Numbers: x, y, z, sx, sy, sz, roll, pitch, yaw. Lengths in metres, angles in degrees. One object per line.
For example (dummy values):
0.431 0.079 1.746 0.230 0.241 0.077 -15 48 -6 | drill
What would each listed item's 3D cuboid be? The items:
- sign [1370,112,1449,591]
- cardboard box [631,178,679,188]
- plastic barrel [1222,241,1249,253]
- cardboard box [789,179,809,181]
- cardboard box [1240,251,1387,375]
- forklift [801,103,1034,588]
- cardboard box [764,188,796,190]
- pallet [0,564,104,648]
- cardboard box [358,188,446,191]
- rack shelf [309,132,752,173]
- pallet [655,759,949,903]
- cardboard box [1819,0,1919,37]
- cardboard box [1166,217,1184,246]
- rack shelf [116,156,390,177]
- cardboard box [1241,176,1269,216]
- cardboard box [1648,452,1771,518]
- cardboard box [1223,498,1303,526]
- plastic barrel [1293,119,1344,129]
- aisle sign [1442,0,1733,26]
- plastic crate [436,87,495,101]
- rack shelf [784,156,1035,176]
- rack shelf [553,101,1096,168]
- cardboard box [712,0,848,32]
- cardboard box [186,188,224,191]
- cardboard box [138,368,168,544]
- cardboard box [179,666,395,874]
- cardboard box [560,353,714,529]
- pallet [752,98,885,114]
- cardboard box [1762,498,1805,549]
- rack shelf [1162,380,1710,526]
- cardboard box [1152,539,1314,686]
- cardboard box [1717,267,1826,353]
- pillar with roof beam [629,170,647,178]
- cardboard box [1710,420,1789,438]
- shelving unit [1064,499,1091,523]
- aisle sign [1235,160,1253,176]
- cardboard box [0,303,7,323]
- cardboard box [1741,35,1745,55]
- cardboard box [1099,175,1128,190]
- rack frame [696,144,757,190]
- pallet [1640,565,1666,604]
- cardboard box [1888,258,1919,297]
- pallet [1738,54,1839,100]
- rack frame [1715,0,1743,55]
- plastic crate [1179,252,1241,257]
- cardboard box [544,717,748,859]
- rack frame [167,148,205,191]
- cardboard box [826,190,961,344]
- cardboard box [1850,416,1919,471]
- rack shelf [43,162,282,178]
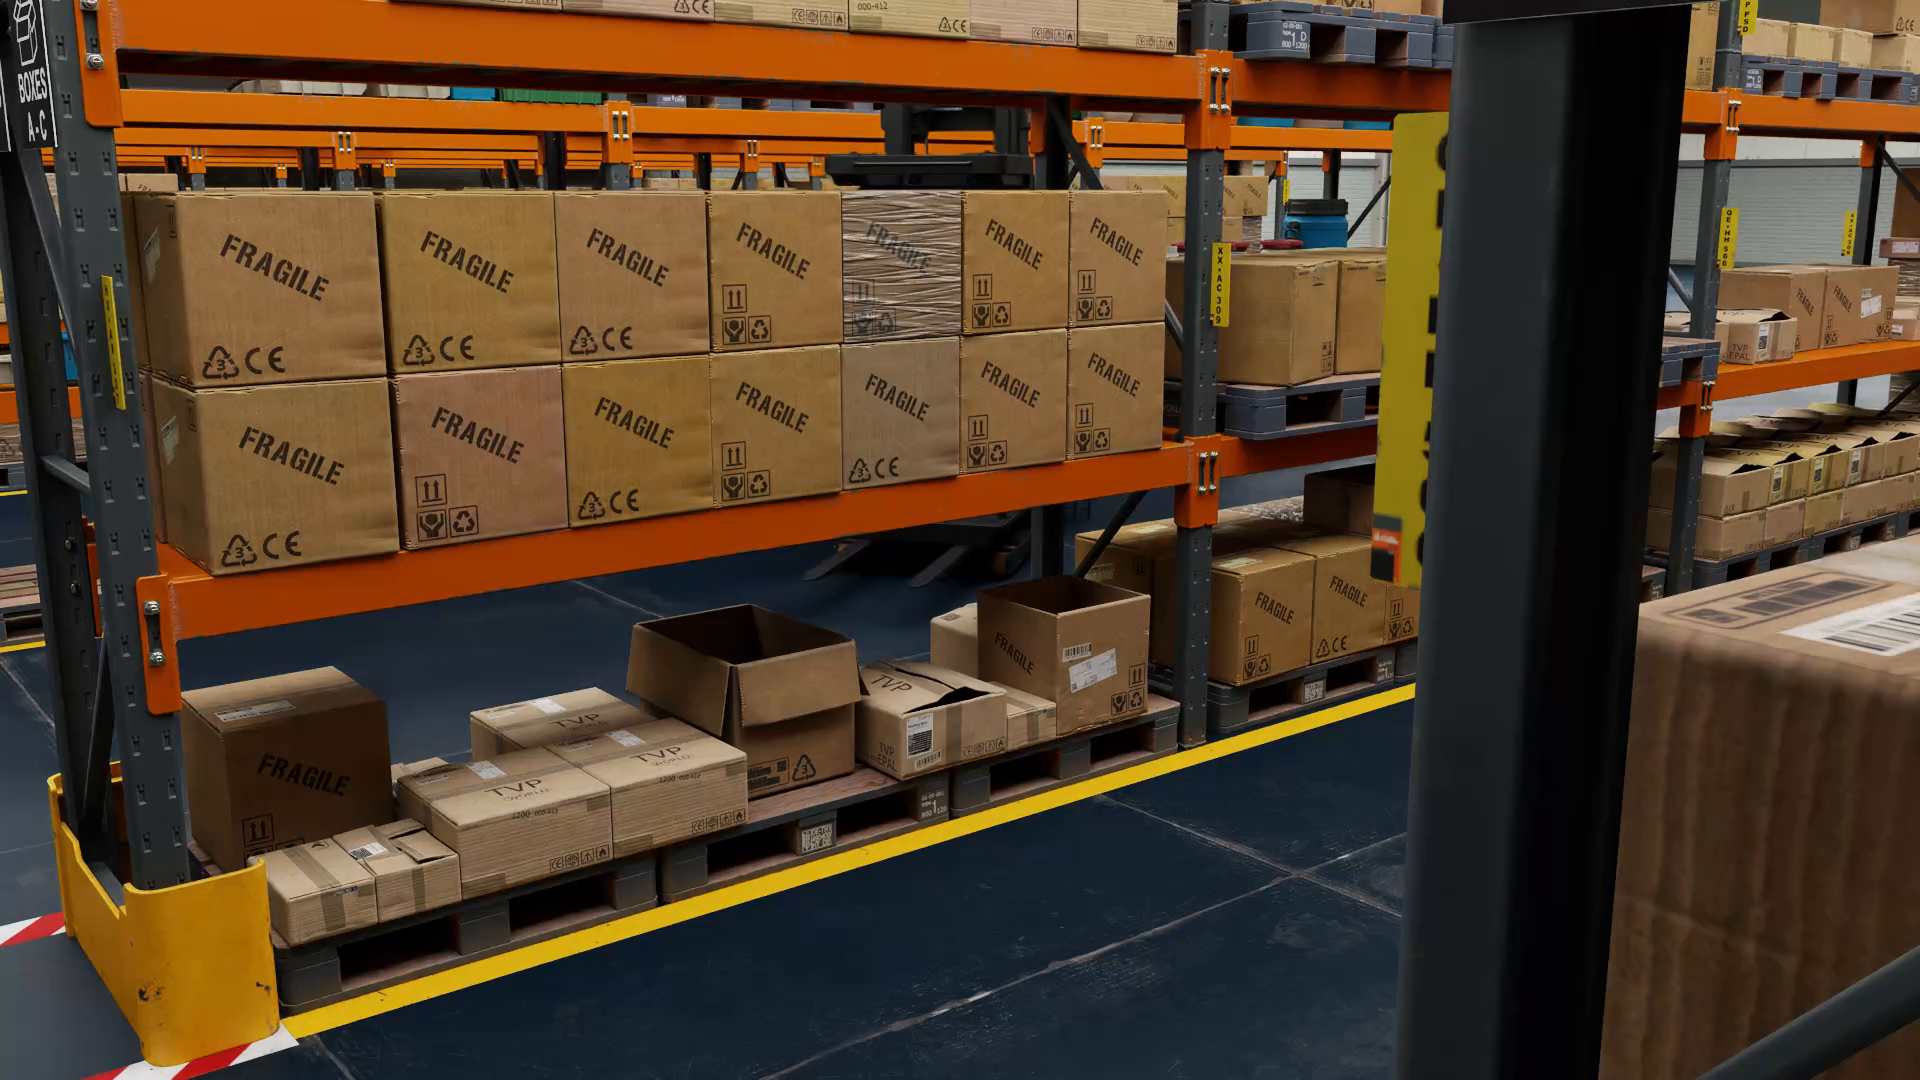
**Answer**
0.328 -0.123 1.128 0.005 0.325 0.100 -9 15 -38 | sign
-4.968 -5.631 27.061 0.500 0.500 0.700 -10 15 -38 | cardboard box
2.381 -2.397 14.870 0.433 0.535 0.433 0 12 0 | plastic barrel
-2.986 -5.962 28.620 0.500 0.500 0.700 -9 15 -37 | cardboard box
1.689 -1.052 7.609 0.500 0.500 0.700 -7 14 -29 | cardboard box
-0.153 -1.287 10.135 1.130 2.935 3.031 3 12 14 | forklift
-2.660 -4.608 22.961 0.500 0.500 0.700 -10 15 -39 | cardboard box
-4.864 0.306 9.181 1.213 0.211 1.003 -9 15 -38 | pallet
-5.010 -2.904 14.927 0.637 0.503 0.797 -10 16 -39 | cardboard box
-3.942 -3.655 15.630 4.000 0.370 1.077 -9 15 -38 | rack shelf
-0.808 0.940 6.197 1.213 0.211 1.003 -9 15 -38 | pallet
5.993 -3.526 10.834 0.500 0.500 0.500 -8 14 -32 | cardboard box
2.290 -3.759 20.655 0.500 0.500 0.875 -9 15 -38 | cardboard box
-10.132 -5.262 23.199 4.000 0.370 1.077 -9 15 -38 | rack shelf
3.592 -4.409 21.308 0.500 0.500 0.500 -9 15 -38 | cardboard box
4.398 -0.347 9.799 0.500 0.311 0.500 -9 15 -36 | cardboard box
1.672 0.096 8.412 0.500 0.500 0.500 -9 15 -37 | cardboard box
3.066 -4.041 14.510 0.600 0.901 0.600 0 12 0 | plastic barrel
0.413 -0.662 0.765 0.004 0.787 0.394 -9 15 -38 | aisle sign
-2.921 -2.692 9.767 0.300 0.233 0.416 -9 15 -38 | plastic crate
-0.714 -5.511 24.369 4.000 0.370 1.077 -9 15 -38 | rack shelf
-0.847 -2.852 11.847 4.000 0.370 1.077 -9 15 -38 | rack shelf
-0.707 -1.767 5.368 0.500 0.250 0.500 -9 15 -38 | cardboard box
-10.398 -4.571 22.786 0.500 0.500 0.500 -10 16 -39 | cardboard box
-2.261 -0.305 5.102 0.500 0.500 0.500 -9 15 -36 | cardboard box
-2.170 0.743 5.366 0.500 0.500 0.500 -9 15 -38 | cardboard box
-1.137 -0.350 5.314 0.500 0.500 0.500 -9 15 -38 | cardboard box
-0.974 -3.117 11.818 1.213 0.211 1.003 -9 15 -38 | pallet
4.790 -0.138 10.165 0.500 0.250 0.500 -10 16 -39 | cardboard box
2.244 -0.580 8.372 4.000 0.370 1.077 -9 15 -38 | rack shelf
1.212 0.312 7.399 0.500 0.500 0.500 -10 16 -40 | cardboard box
5.106 -1.461 10.547 0.500 0.500 0.500 -11 16 -41 | cardboard box
-3.845 -8.541 29.688 0.400 9.000 9.100 -9 15 -38 | pillar with roof beam
5.251 -0.633 11.145 0.500 0.311 0.500 -9 15 -36 | cardboard box
0.772 -0.589 11.735 0.258 0.900 0.210 8 14 32 | shelving unit
3.728 -5.165 21.975 0.004 0.787 0.394 -9 15 -38 | aisle sign
-7.342 -1.764 12.821 0.250 0.149 0.380 -10 15 -39 | cardboard box
4.125 -2.859 9.501 0.500 0.250 0.500 -11 16 -42 | cardboard box
1.643 -4.084 19.776 0.500 0.500 0.500 -9 15 -38 | cardboard box
-2.380 -2.799 17.089 0.127 3.000 1.000 -9 15 -38 | rack frame
3.199 0.263 9.382 1.213 0.211 1.003 -9 15 -38 | pallet
7.272 -1.818 12.230 0.500 0.500 0.700 -10 16 -39 | cardboard box
4.280 -2.669 9.711 1.003 0.211 1.213 -9 15 -35 | pallet
3.806 -4.126 8.897 0.127 3.000 1.000 -9 15 -38 | rack frame
2.167 -2.187 14.053 0.583 0.464 0.402 -9 15 -38 | plastic crate
-1.058 0.822 5.598 0.500 0.250 0.500 -9 15 -38 | cardboard box
-8.523 -3.098 18.495 0.127 3.000 1.000 -9 15 -38 | rack frame
-0.343 -0.971 5.832 0.500 0.500 0.500 -9 15 -37 | cardboard box
6.390 -0.678 11.359 0.500 0.311 0.500 -9 15 -36 | cardboard box
-13.236 -6.067 26.989 4.000 0.370 1.077 -9 15 -38 | rack shelf
